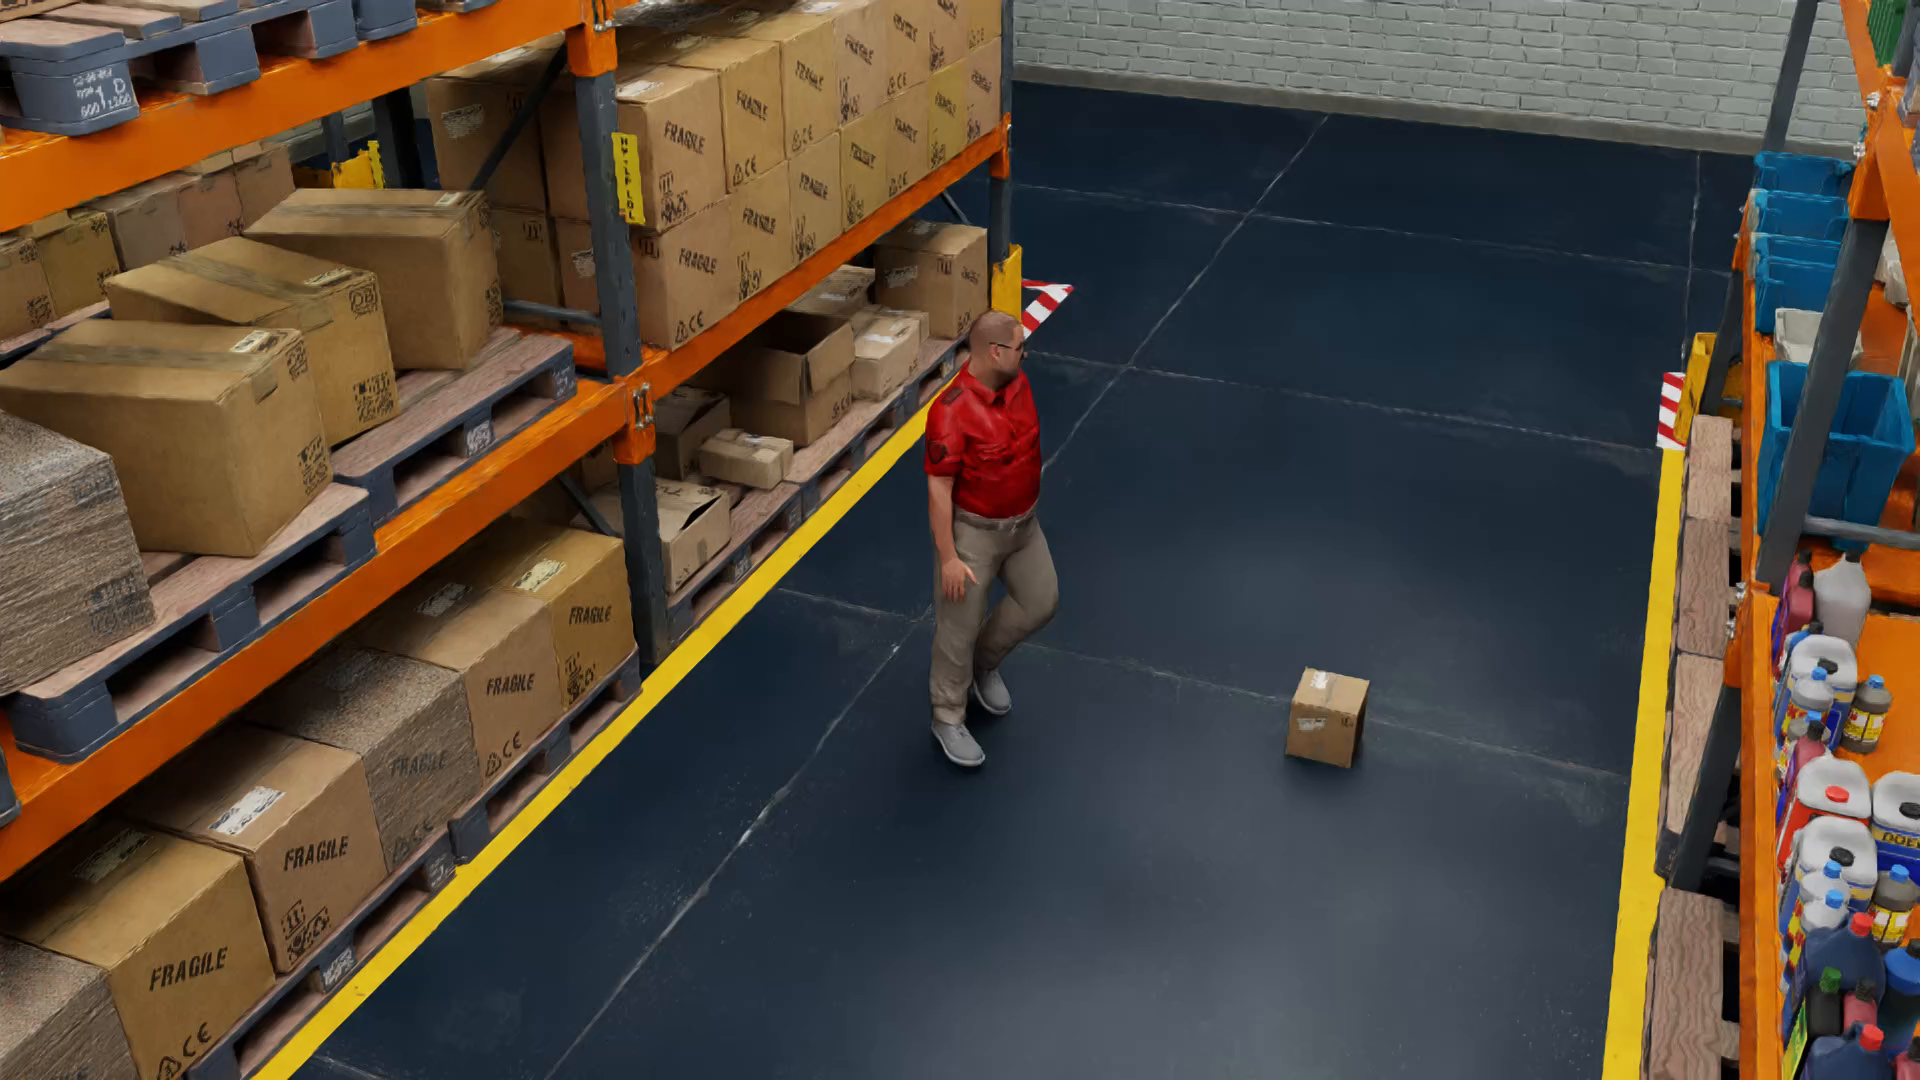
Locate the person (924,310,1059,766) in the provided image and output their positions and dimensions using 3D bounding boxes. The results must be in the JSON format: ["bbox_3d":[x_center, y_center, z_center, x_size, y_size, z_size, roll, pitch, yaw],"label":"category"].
[{"bbox_3d":[0.066,-0.035,6.179,0.444,1.724,0.597,24,37,36],"label":"person"}]
